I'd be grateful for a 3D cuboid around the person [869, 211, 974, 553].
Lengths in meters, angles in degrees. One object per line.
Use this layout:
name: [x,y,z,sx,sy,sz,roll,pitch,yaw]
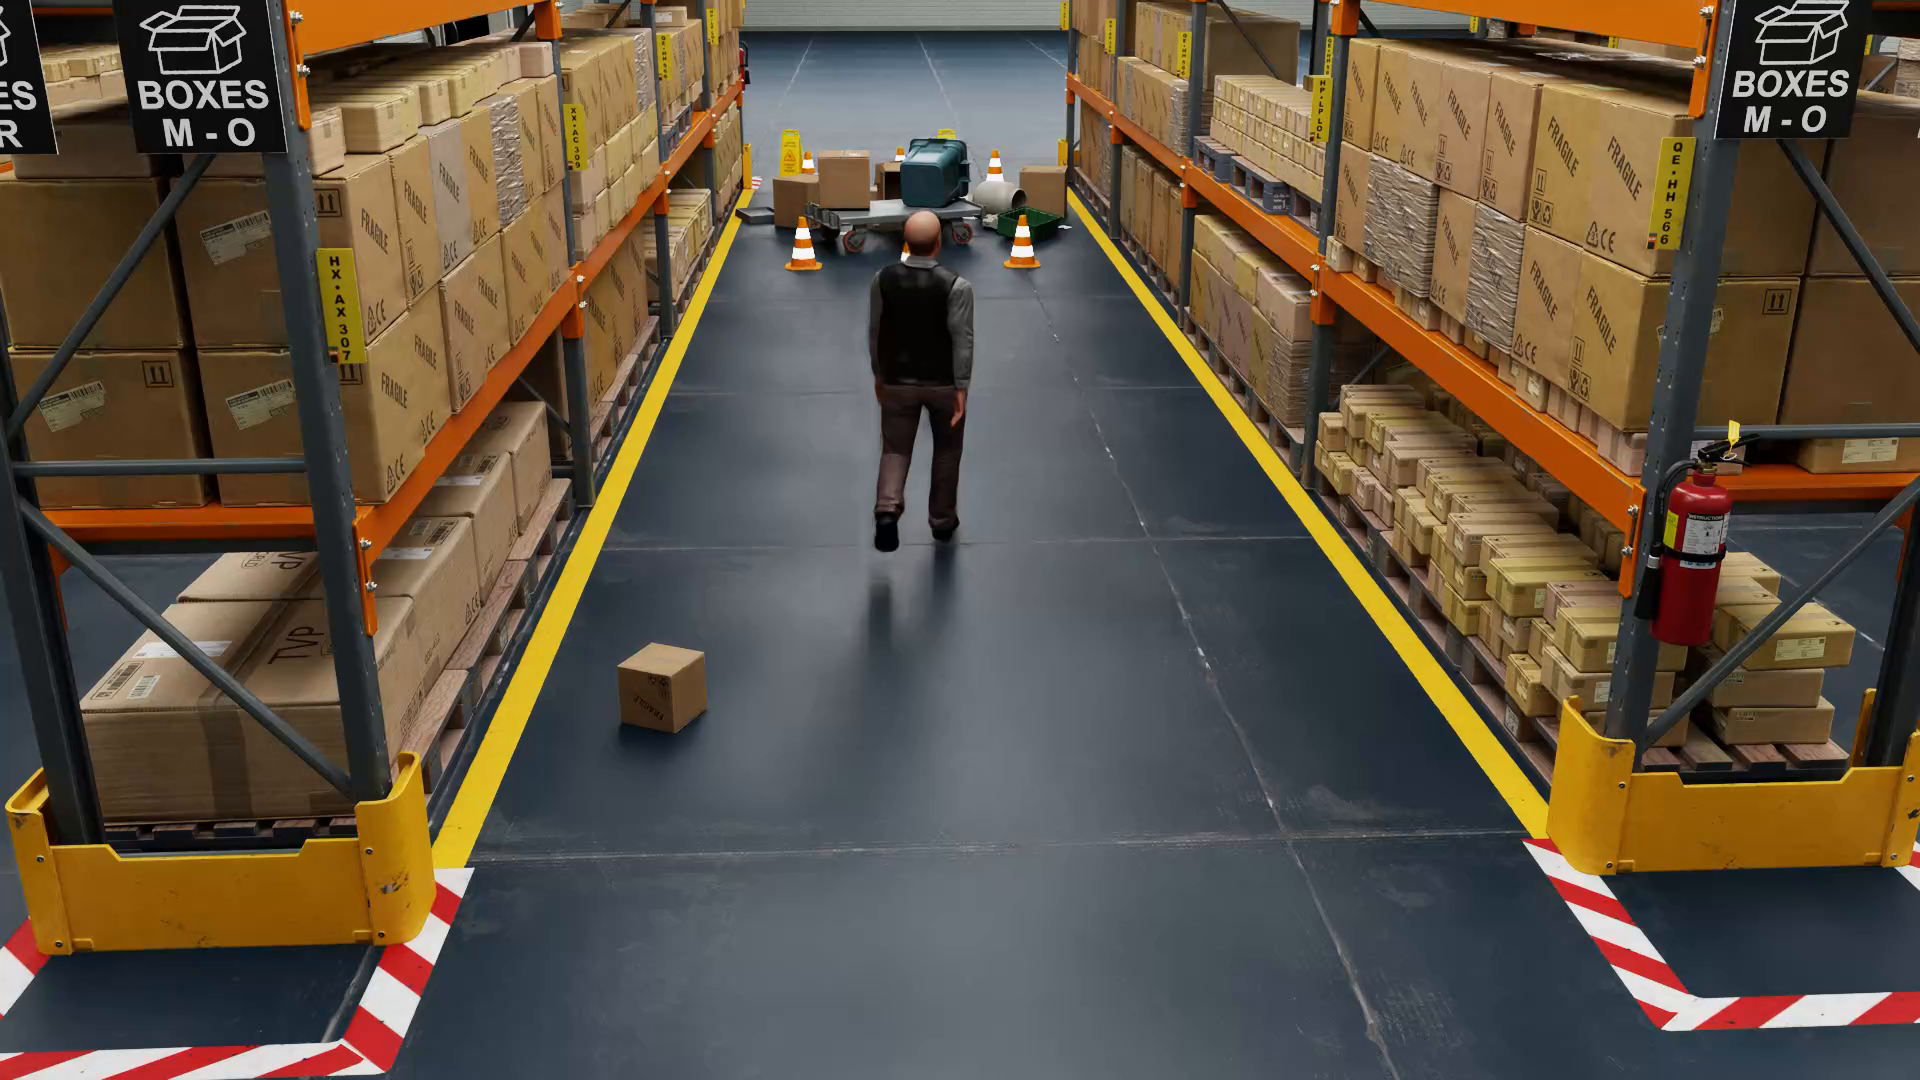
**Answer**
person: [-0.189,-0.756,8.128,0.530,1.692,0.839,3,20,9]
